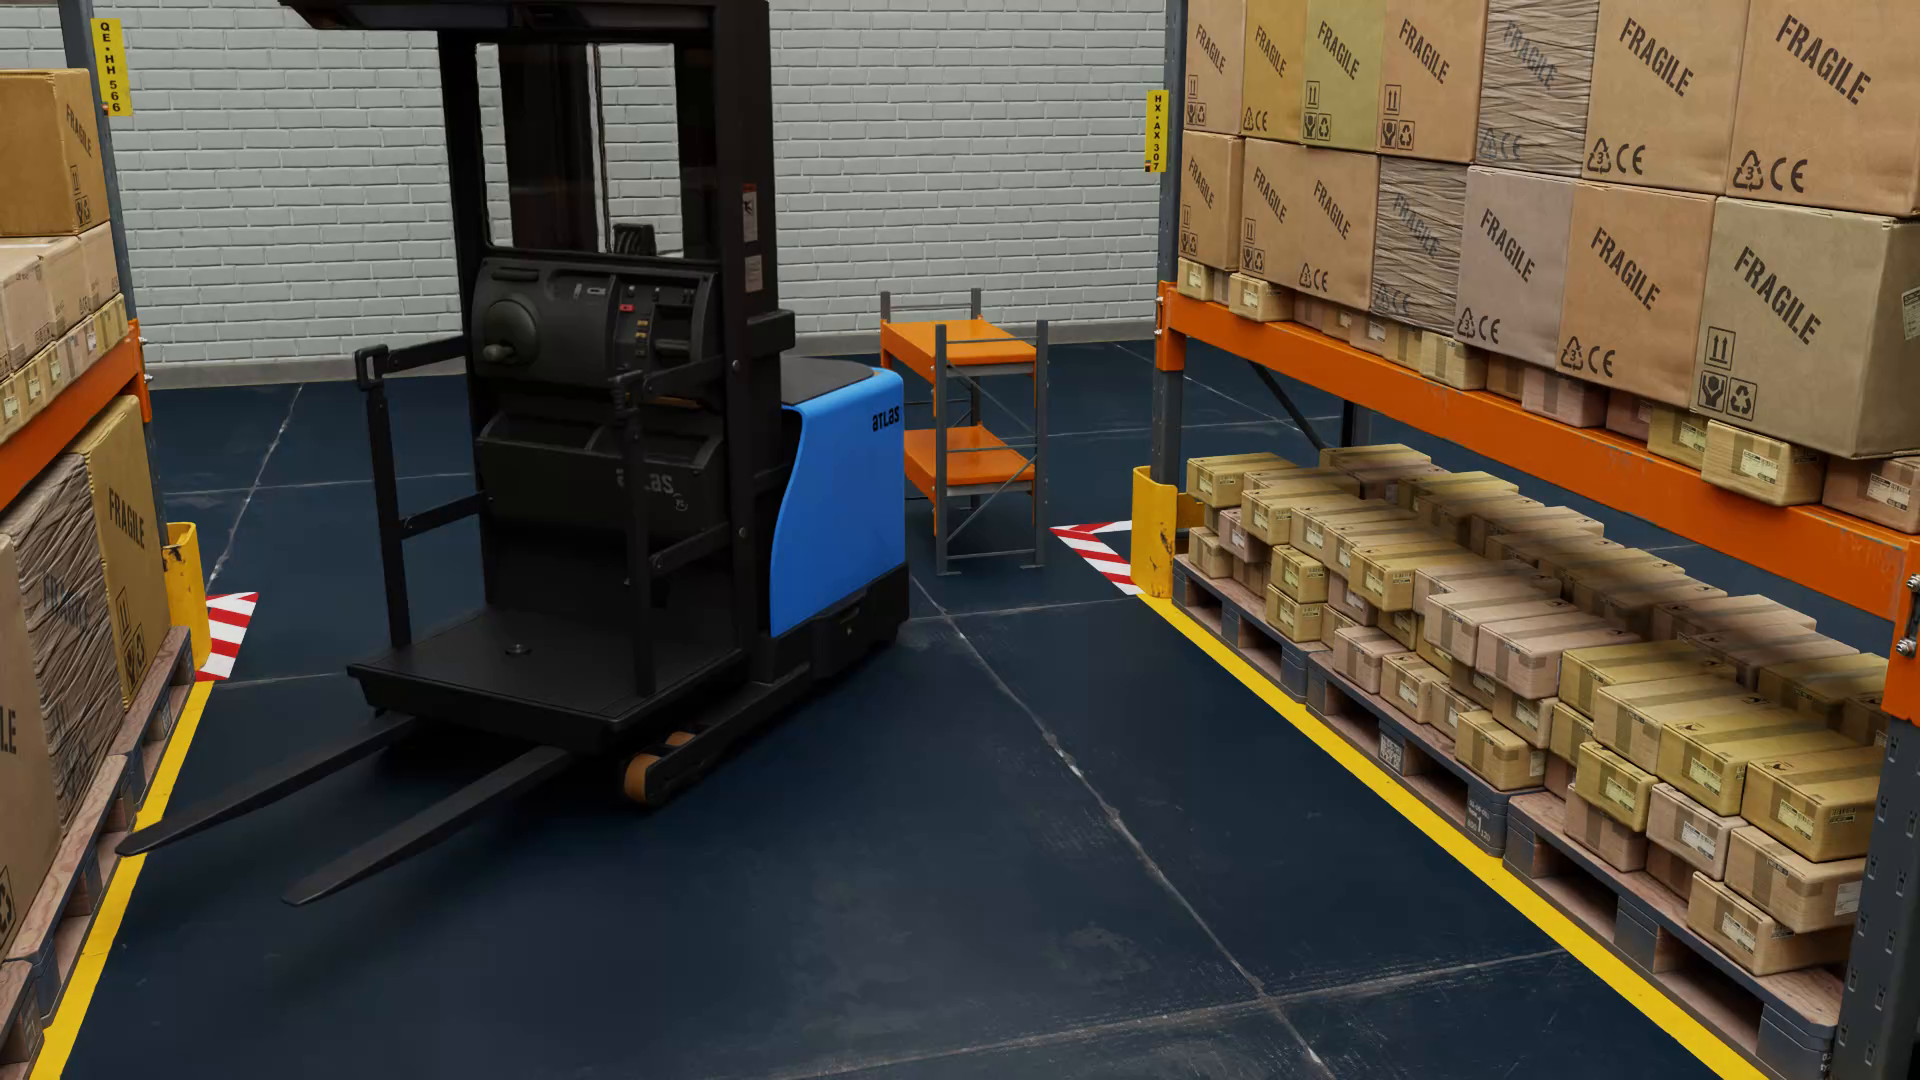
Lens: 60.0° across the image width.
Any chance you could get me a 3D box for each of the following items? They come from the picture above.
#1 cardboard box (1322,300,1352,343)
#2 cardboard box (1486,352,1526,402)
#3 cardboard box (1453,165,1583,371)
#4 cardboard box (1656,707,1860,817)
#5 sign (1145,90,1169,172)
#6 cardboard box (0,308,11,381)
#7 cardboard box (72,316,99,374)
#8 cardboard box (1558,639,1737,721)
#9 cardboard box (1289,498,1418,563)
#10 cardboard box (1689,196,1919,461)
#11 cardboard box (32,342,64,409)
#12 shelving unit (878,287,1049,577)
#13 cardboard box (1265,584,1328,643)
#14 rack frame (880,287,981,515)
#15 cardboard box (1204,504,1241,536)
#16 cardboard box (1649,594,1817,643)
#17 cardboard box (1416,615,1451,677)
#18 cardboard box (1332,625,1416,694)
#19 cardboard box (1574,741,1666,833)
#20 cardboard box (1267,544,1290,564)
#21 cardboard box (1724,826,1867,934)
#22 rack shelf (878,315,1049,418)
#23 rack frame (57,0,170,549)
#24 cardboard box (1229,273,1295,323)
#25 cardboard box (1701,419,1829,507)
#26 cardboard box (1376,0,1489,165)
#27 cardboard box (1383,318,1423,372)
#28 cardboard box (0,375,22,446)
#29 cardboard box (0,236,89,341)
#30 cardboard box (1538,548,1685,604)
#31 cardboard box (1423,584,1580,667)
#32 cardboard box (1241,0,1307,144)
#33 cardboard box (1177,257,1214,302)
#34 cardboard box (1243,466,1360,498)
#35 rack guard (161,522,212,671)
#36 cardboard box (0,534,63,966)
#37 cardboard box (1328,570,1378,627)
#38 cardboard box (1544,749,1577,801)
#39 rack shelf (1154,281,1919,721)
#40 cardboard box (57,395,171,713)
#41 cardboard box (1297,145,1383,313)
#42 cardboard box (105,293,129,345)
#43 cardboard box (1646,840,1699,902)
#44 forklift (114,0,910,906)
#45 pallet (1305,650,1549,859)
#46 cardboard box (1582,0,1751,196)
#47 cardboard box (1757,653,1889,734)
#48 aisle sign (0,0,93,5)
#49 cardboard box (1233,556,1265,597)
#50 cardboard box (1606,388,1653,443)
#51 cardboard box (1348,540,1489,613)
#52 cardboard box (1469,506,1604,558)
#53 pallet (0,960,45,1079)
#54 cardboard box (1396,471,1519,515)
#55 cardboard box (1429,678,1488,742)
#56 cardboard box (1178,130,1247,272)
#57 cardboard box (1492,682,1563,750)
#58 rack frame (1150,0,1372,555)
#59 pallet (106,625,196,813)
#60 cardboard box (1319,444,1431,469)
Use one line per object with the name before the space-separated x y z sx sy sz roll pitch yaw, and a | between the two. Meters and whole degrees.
cardboard box | 1.487 -0.776 5.757 0.380 0.149 0.250 -5 17 -16
cardboard box | 1.762 -0.491 4.809 0.380 0.149 0.250 -5 17 -16
cardboard box | 1.744 -0.772 4.617 0.500 0.500 0.500 -5 17 -16
cardboard box | 1.970 0.545 4.115 0.380 0.149 0.250 -4 17 -15
sign | 0.805 -1.667 6.782 0.100 0.325 0.005 -5 17 -15
cardboard box | -2.656 -0.464 4.025 0.500 0.250 0.500 -5 17 -15
cardboard box | -2.914 -0.597 5.161 0.380 0.149 0.250 -5 17 -15
cardboard box | 1.898 0.399 4.601 0.380 0.149 0.250 -4 17 -13
cardboard box | 1.429 -0.035 6.048 0.380 0.149 0.250 -6 18 -18
cardboard box | 2.021 -0.491 3.680 0.500 0.500 0.500 -5 17 -15
cardboard box | -2.773 -0.456 4.692 0.380 0.149 0.250 -5 17 -16
shelving unit | -0.002 -0.541 7.796 0.538 1.125 1.048 -5 17 -15
cardboard box | 1.353 0.253 6.122 0.380 0.149 0.250 -4 17 -15
rack frame | -0.142 -0.681 8.265 0.500 1.125 0.032 -5 17 -15
cardboard box | 1.224 -0.108 6.807 0.380 0.149 0.250 -4 17 -13
cardboard box | 2.310 0.285 4.982 0.380 0.149 0.250 -4 17 -14
cardboard box | 1.707 0.325 5.363 0.380 0.149 0.250 -4 17 -13
cardboard box | 1.500 0.392 5.660 0.380 0.149 0.250 -6 18 -18
cardboard box | 1.857 0.624 4.368 0.380 0.149 0.250 -5 18 -17
cardboard box | 1.397 0.033 6.338 0.380 0.149 0.250 -4 17 -15
cardboard box | 2.034 0.771 3.880 0.380 0.149 0.250 -4 17 -14
rack shelf | -0.002 -0.821 7.712 0.538 0.278 1.000 -5 17 -15
rack frame | -3.470 -0.931 5.838 1.000 3.000 0.127 -5 17 -15
cardboard box | 1.233 -0.914 6.216 0.380 0.149 0.250 -5 17 -17
cardboard box | 1.947 -0.192 3.813 0.380 0.149 0.250 -5 17 -17
cardboard box | 1.605 -1.394 4.949 0.500 0.500 0.500 -5 18 -17
cardboard box | 1.578 -0.632 5.278 0.380 0.149 0.250 -4 17 -13
cardboard box | -2.636 -0.315 4.225 0.380 0.149 0.250 -4 17 -14
cardboard box | -2.943 -0.748 4.973 0.500 0.250 0.500 -5 17 -16
cardboard box | 2.126 0.145 5.448 0.380 0.149 0.250 -5 17 -15
cardboard box | 1.649 0.258 5.071 0.380 0.149 0.250 -5 18 -17
cardboard box | 1.340 -1.680 5.903 0.500 0.500 0.500 -4 17 -14
cardboard box | 1.101 -1.059 6.701 0.380 0.149 0.250 -5 17 -16
cardboard box | 1.336 -0.177 6.520 0.380 0.149 0.250 -4 17 -14
rack guard | -3.477 0.259 6.219 1.175 0.500 0.348 -5 17 -15
cardboard box | -2.723 0.554 3.857 0.875 0.875 0.875 -5 17 -15
cardboard box | 1.528 0.178 5.854 0.380 0.149 0.250 -6 18 -18
cardboard box | 1.909 0.665 4.750 0.380 0.149 0.250 -5 17 -17
rack shelf | 1.876 -0.397 5.312 1.077 0.370 4.000 -5 17 -15
cardboard box | -3.217 0.056 5.514 0.875 0.875 0.875 -5 17 -15
cardboard box | 1.479 -1.057 5.566 0.500 0.500 0.500 -4 17 -15
cardboard box | -3.056 -0.738 5.632 0.380 0.149 0.250 -4 17 -14
cardboard box | 2.000 0.815 4.249 0.380 0.149 0.250 -4 17 -14
forklift | -1.297 -0.714 5.234 1.130 2.935 3.031 8 18 25
pallet | 1.869 0.626 5.502 1.003 0.211 1.213 -5 17 -15
cardboard box | 1.890 -1.109 4.002 0.500 0.500 0.500 -5 18 -17
cardboard box | 2.395 0.432 4.492 0.380 0.149 0.250 -5 17 -16
aisle sign | -3.201 -2.220 5.609 0.394 0.787 0.004 -5 17 -15
cardboard box | 1.314 0.105 6.613 0.380 0.149 0.250 -5 17 -15
cardboard box | 1.926 -0.347 4.330 0.380 0.149 0.250 -5 17 -17
cardboard box | 1.525 0.118 5.535 0.380 0.149 0.250 -4 17 -14
cardboard box | 2.061 -0.007 5.954 0.380 0.149 0.250 -4 17 -13
pallet | -2.504 1.294 3.276 1.003 0.211 1.213 -5 17 -15
cardboard box | 1.923 -0.154 6.442 0.380 0.149 0.250 -5 17 -16
cardboard box | 1.699 0.530 5.199 0.380 0.149 0.250 -4 17 -14
cardboard box | 1.185 -1.340 6.507 0.500 0.500 0.500 -4 17 -13
cardboard box | 1.793 0.478 4.854 0.380 0.149 0.250 -4 17 -14
rack frame | 1.327 -1.295 7.050 1.000 3.000 0.127 -5 17 -15
pallet | -3.175 0.619 5.523 1.003 0.211 1.213 -5 17 -15
cardboard box | 1.716 -0.290 6.893 0.380 0.149 0.250 -4 17 -15
